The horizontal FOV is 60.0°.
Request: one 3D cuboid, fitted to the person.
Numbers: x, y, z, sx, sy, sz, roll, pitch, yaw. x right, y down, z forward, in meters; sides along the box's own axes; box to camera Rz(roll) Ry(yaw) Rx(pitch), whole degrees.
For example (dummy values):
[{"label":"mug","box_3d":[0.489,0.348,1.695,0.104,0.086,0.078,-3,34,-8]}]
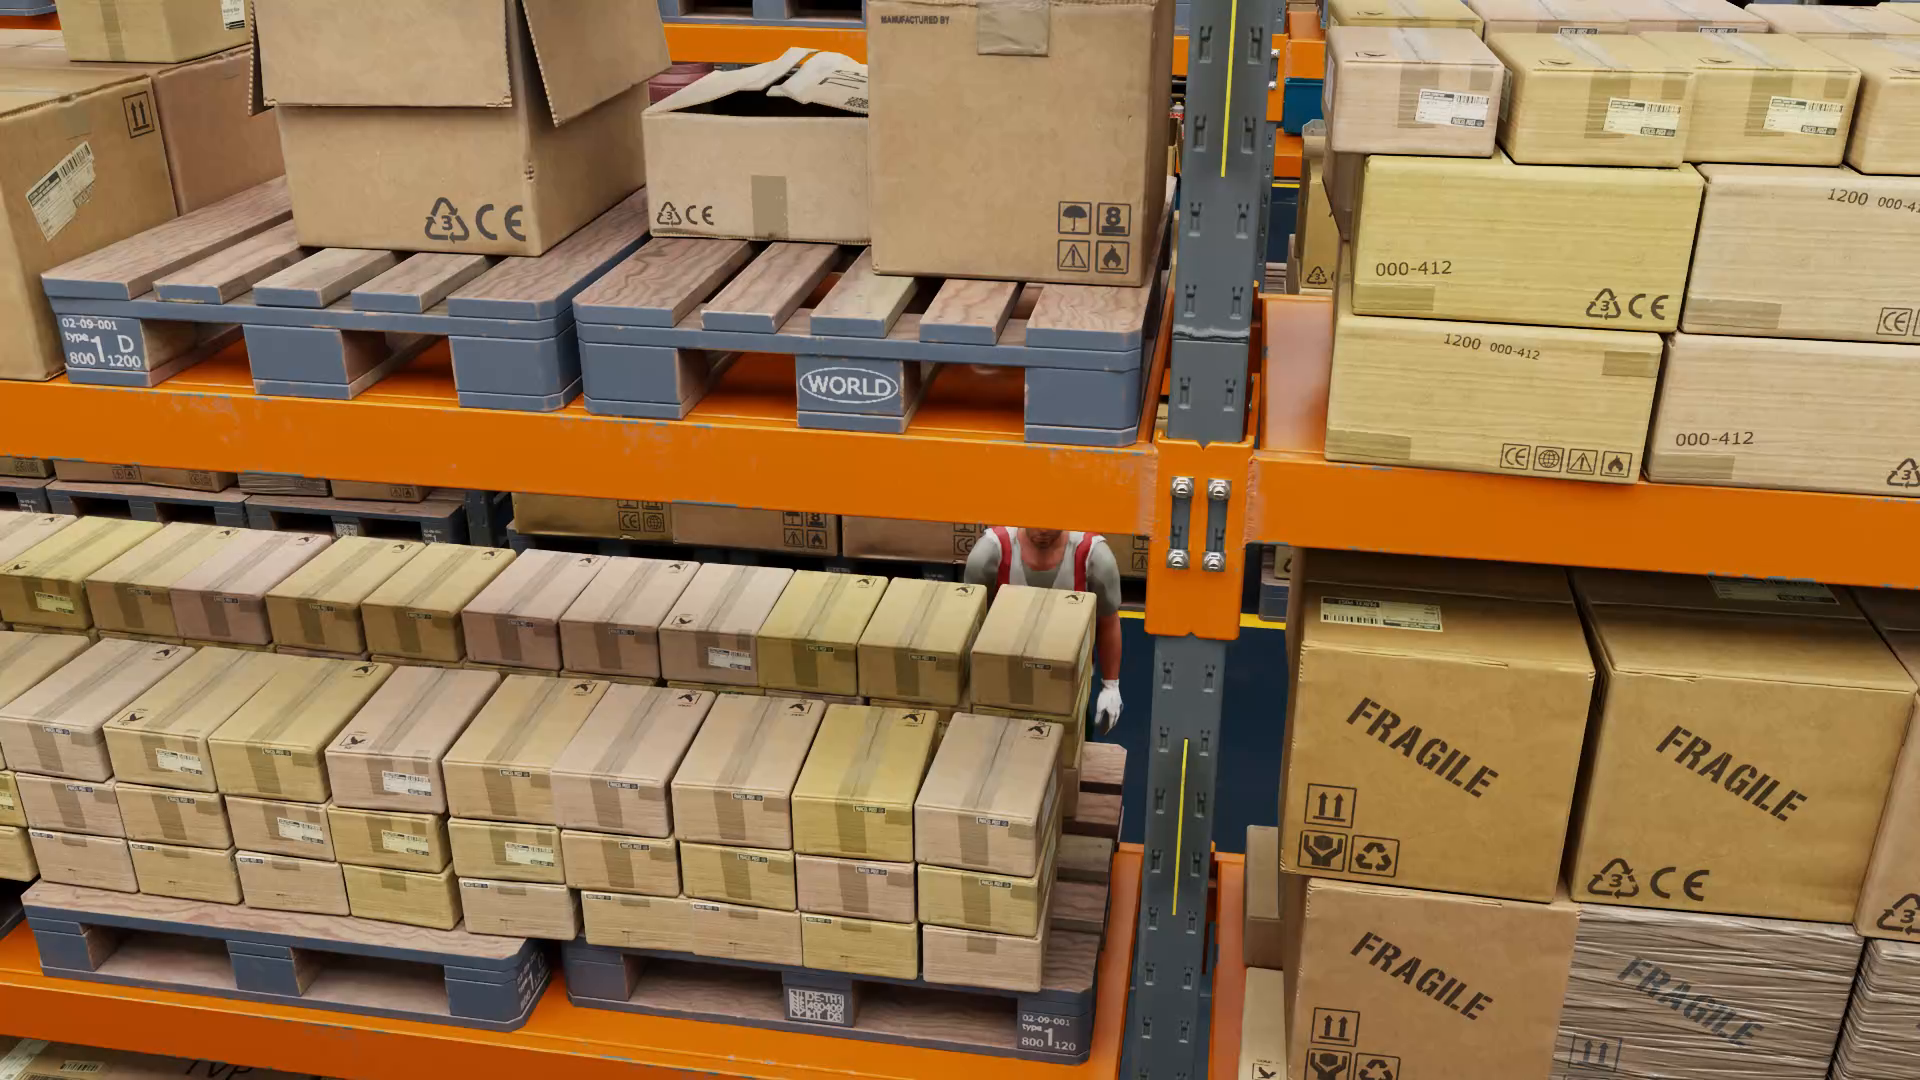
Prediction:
[{"label":"person","box_3d":[0.275,0.526,5.943,0.621,1.781,0.445,3,25,6]}]
